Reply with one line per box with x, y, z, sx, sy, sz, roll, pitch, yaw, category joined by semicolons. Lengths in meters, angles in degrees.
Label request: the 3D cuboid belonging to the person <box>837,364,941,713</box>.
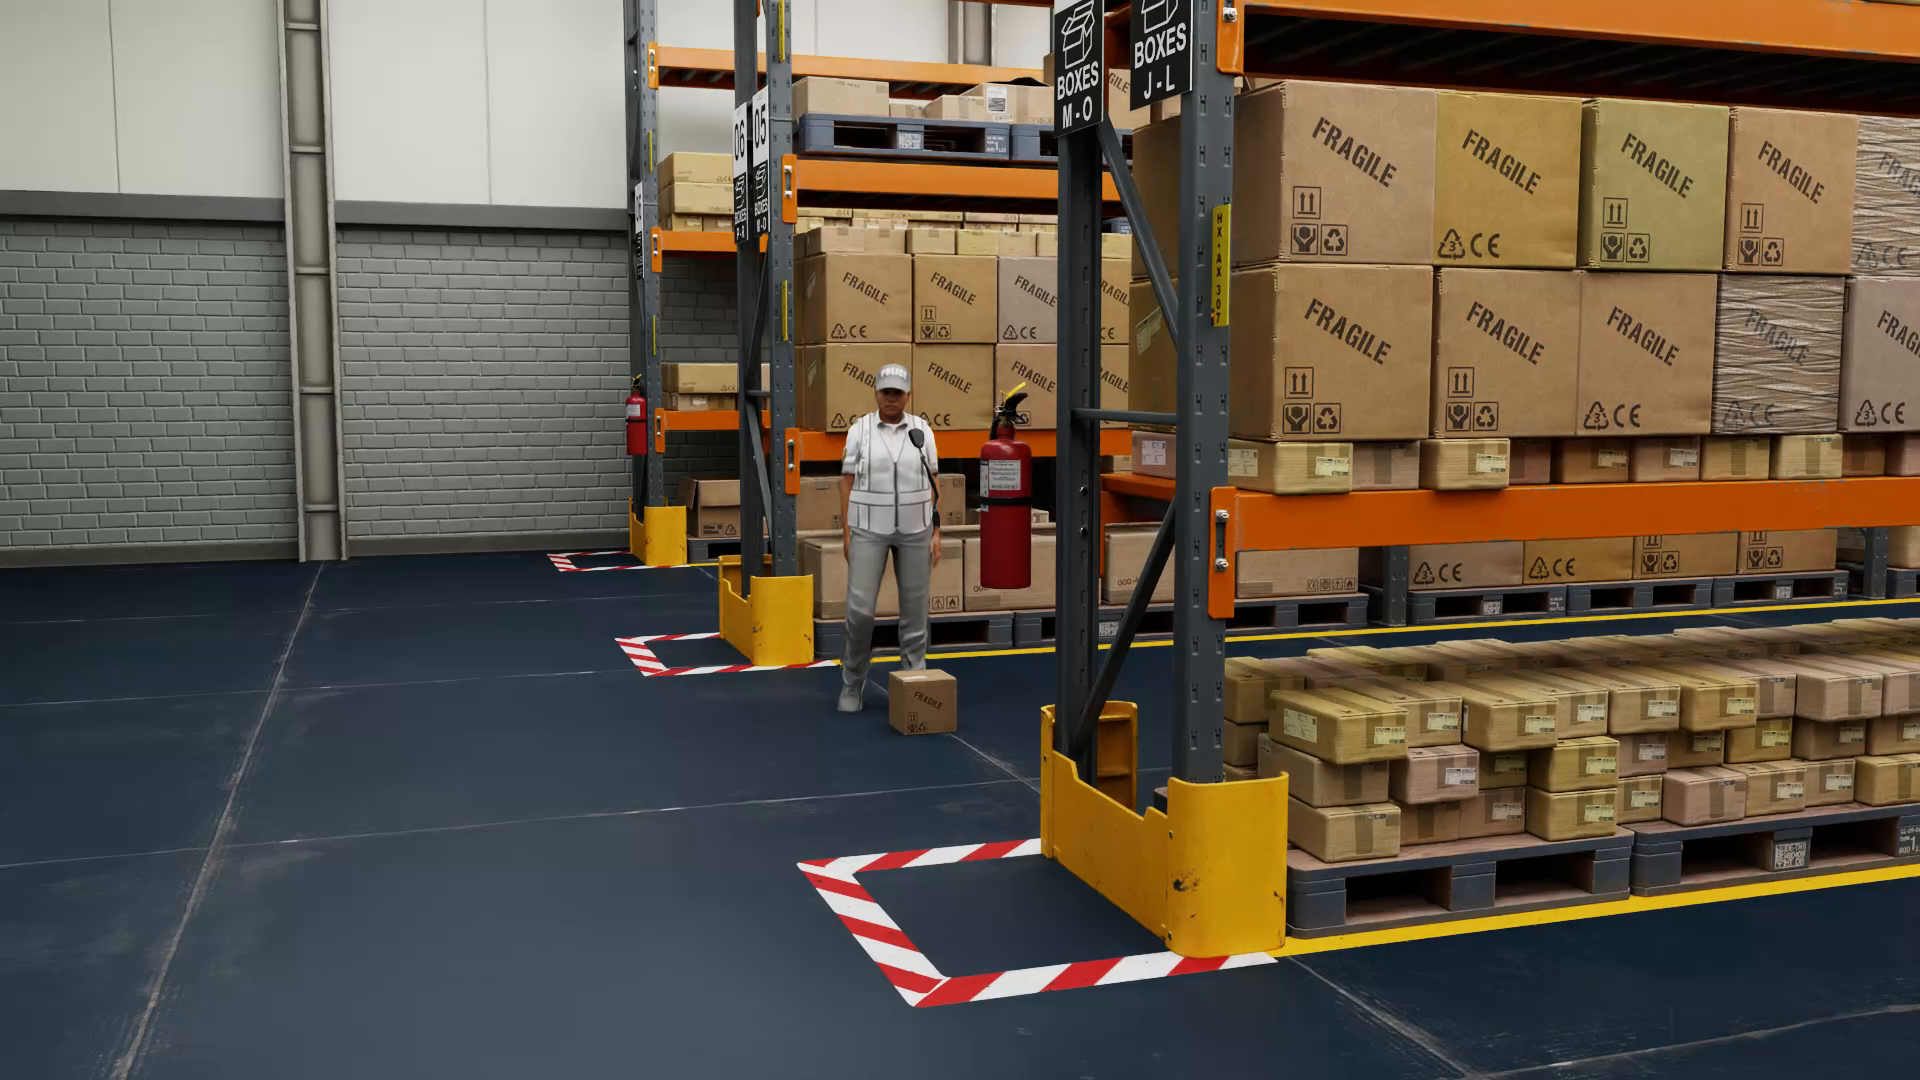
-0.342;0.008;8.060;0.516;1.718;0.393;-1;6;-11;person
